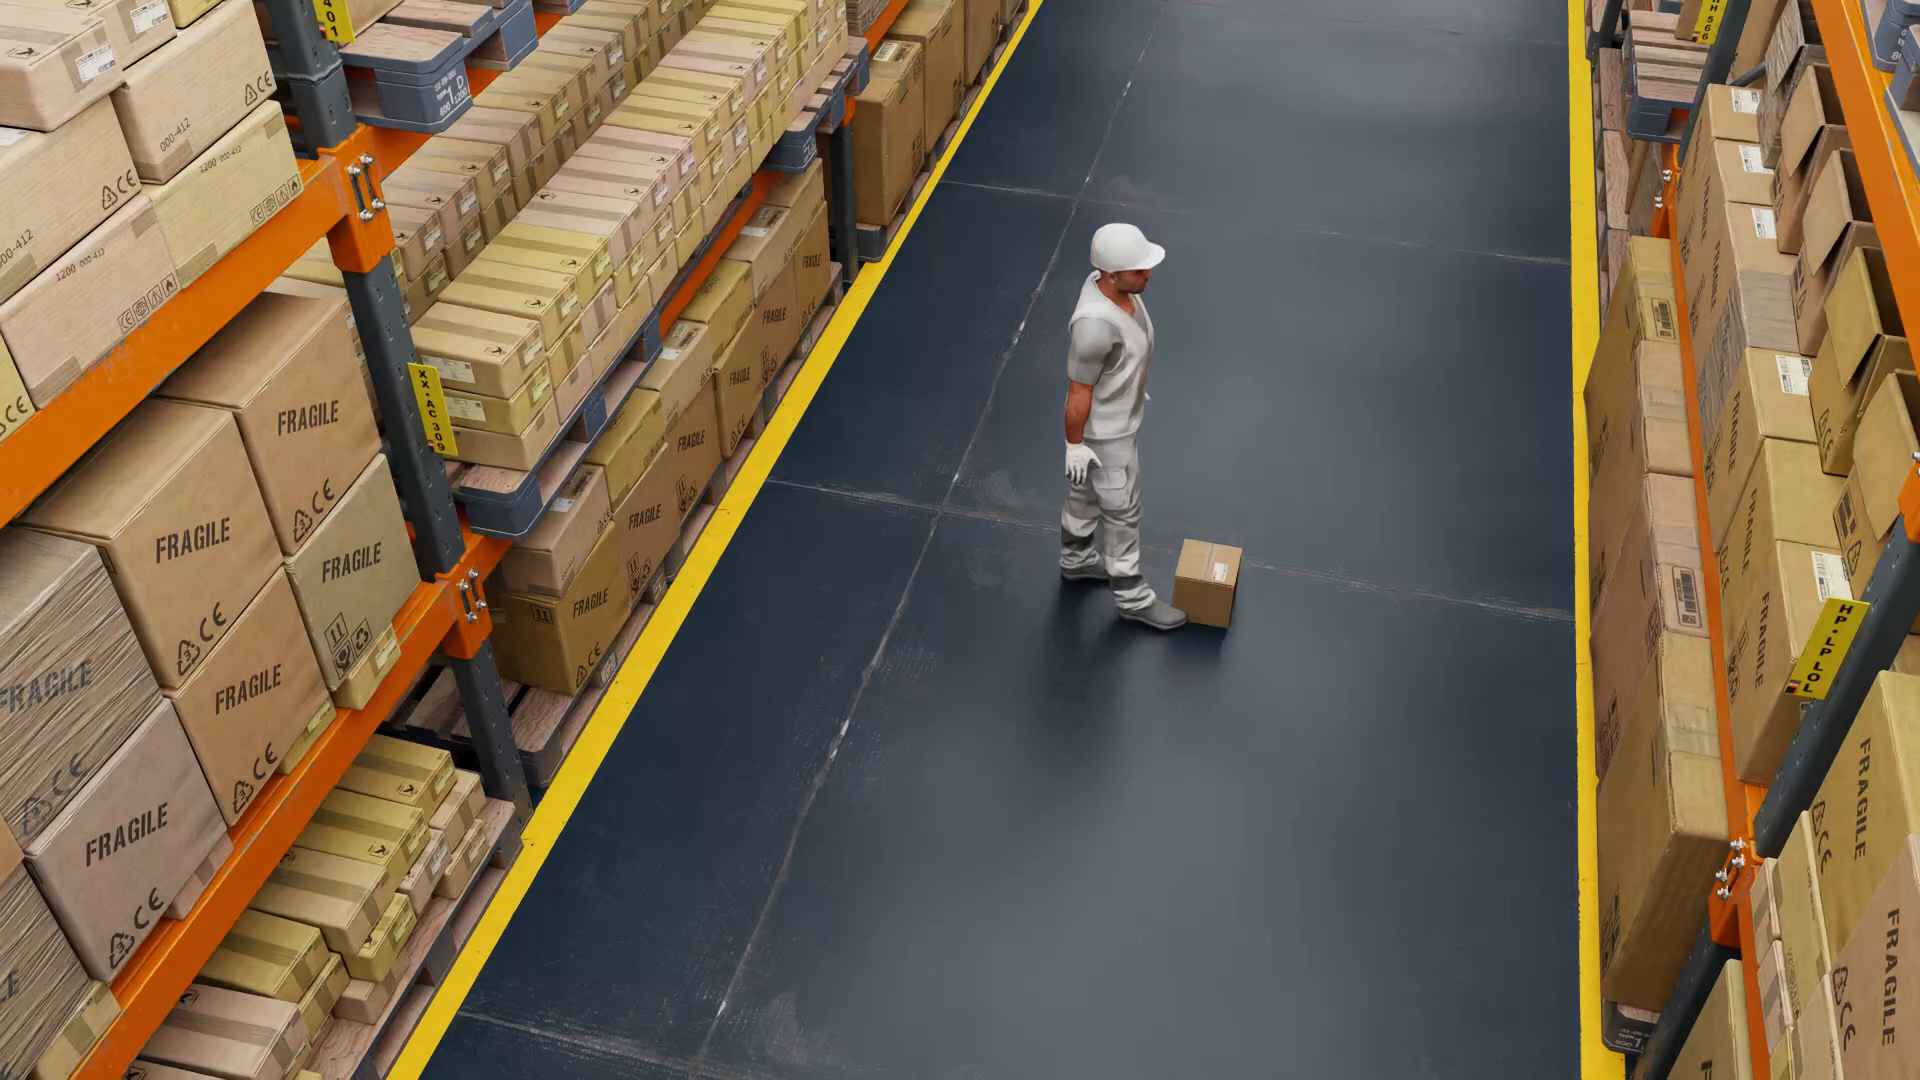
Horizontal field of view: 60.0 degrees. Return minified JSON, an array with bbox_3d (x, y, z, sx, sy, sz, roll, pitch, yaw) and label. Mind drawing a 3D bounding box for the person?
[{"bbox_3d":[0.715,-0.484,6.690,0.584,1.787,0.574,6,41,7],"label":"person"}]
